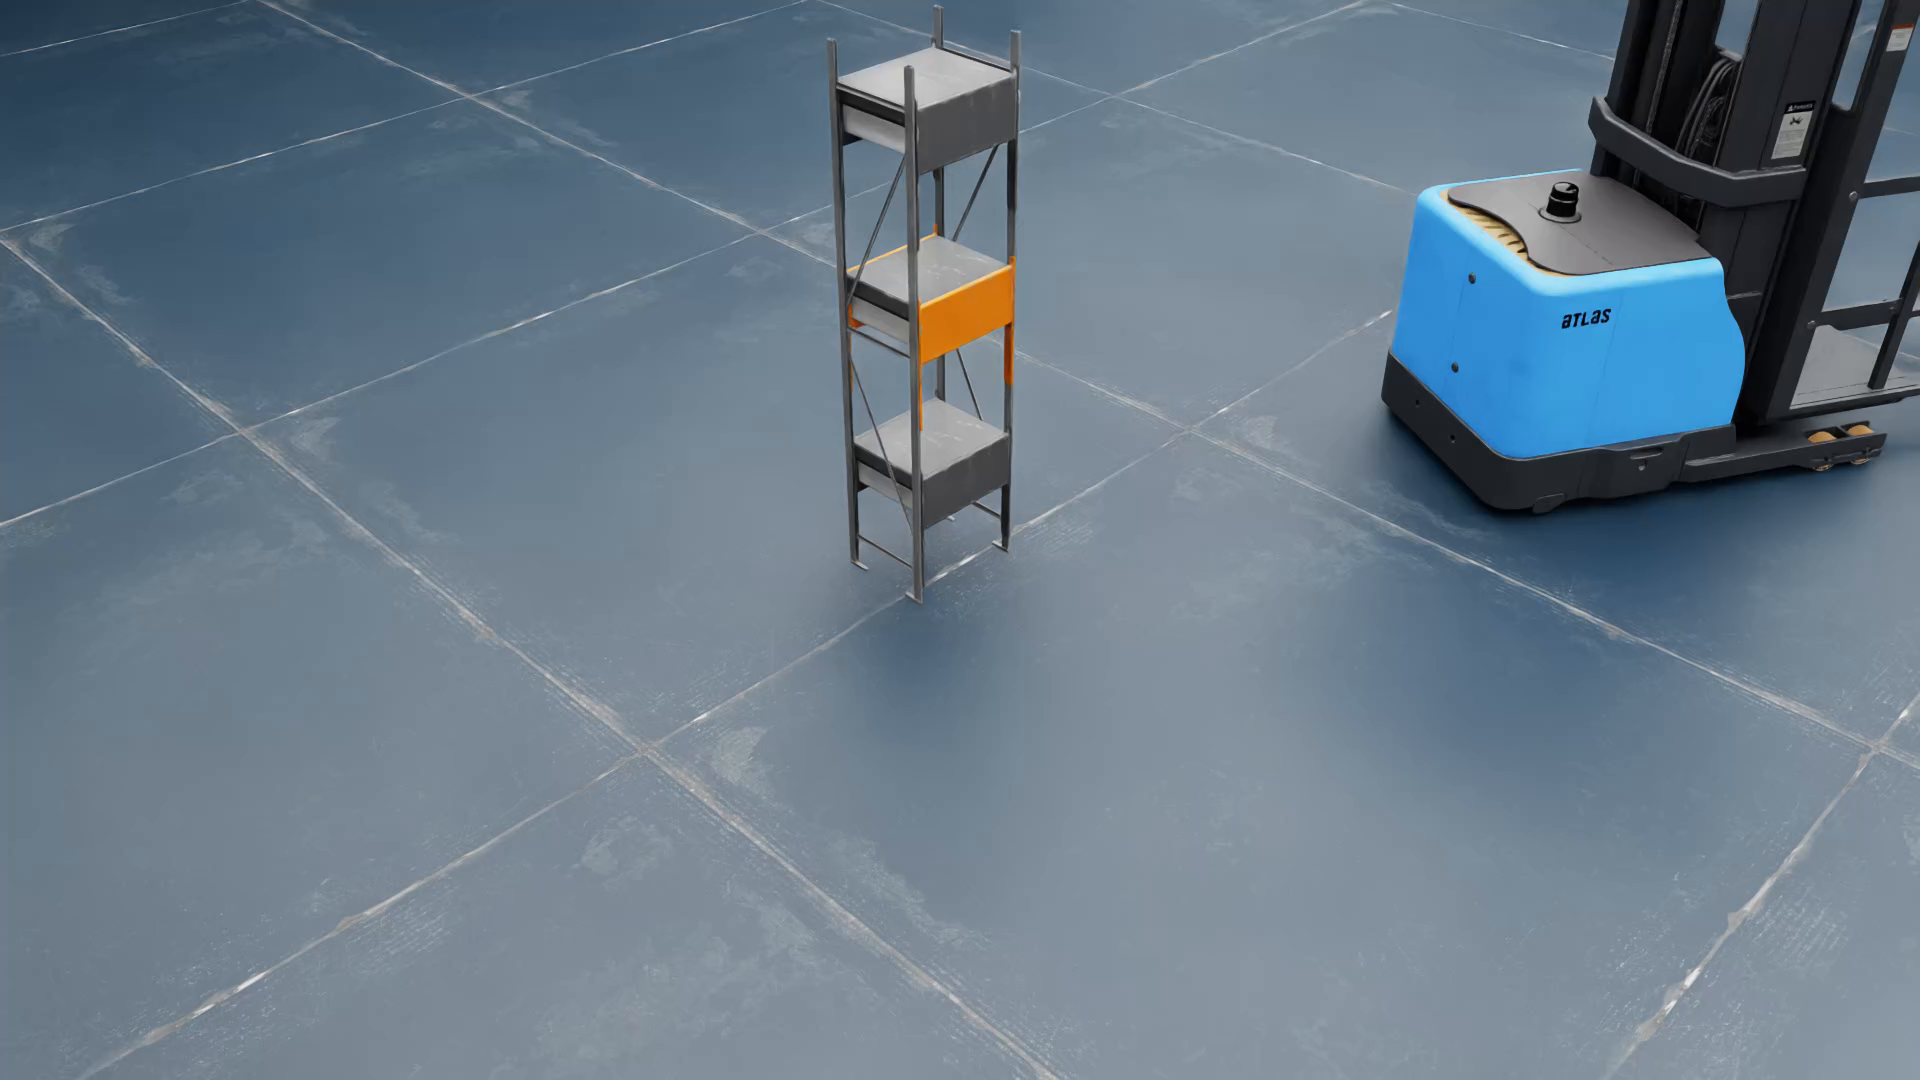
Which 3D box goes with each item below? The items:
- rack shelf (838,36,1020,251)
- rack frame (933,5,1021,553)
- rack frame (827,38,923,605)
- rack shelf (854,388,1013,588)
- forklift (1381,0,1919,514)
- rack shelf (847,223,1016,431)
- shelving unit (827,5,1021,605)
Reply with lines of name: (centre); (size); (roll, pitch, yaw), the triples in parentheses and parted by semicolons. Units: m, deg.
rack shelf: (-0.117, -1.357, 5.660); (0.431, 0.518, 0.480); (30, 45, 35)
rack frame: (0.055, -0.893, 6.195); (0.400, 2.100, 0.015); (30, 45, 35)
rack frame: (-0.289, -0.695, 5.911); (0.400, 2.100, 0.015); (30, 45, 35)
rack shelf: (-0.117, -0.209, 6.461); (0.431, 0.518, 0.480); (30, 45, 35)
forklift: (3.487, -1.781, 6.741); (3.031, 2.935, 1.130); (-9, 36, -13)
rack shelf: (-0.117, -0.783, 6.061); (0.431, 0.518, 0.480); (30, 45, 35)
shelving unit: (-0.117, -0.794, 6.053); (0.431, 2.100, 0.503); (30, 45, 35)
